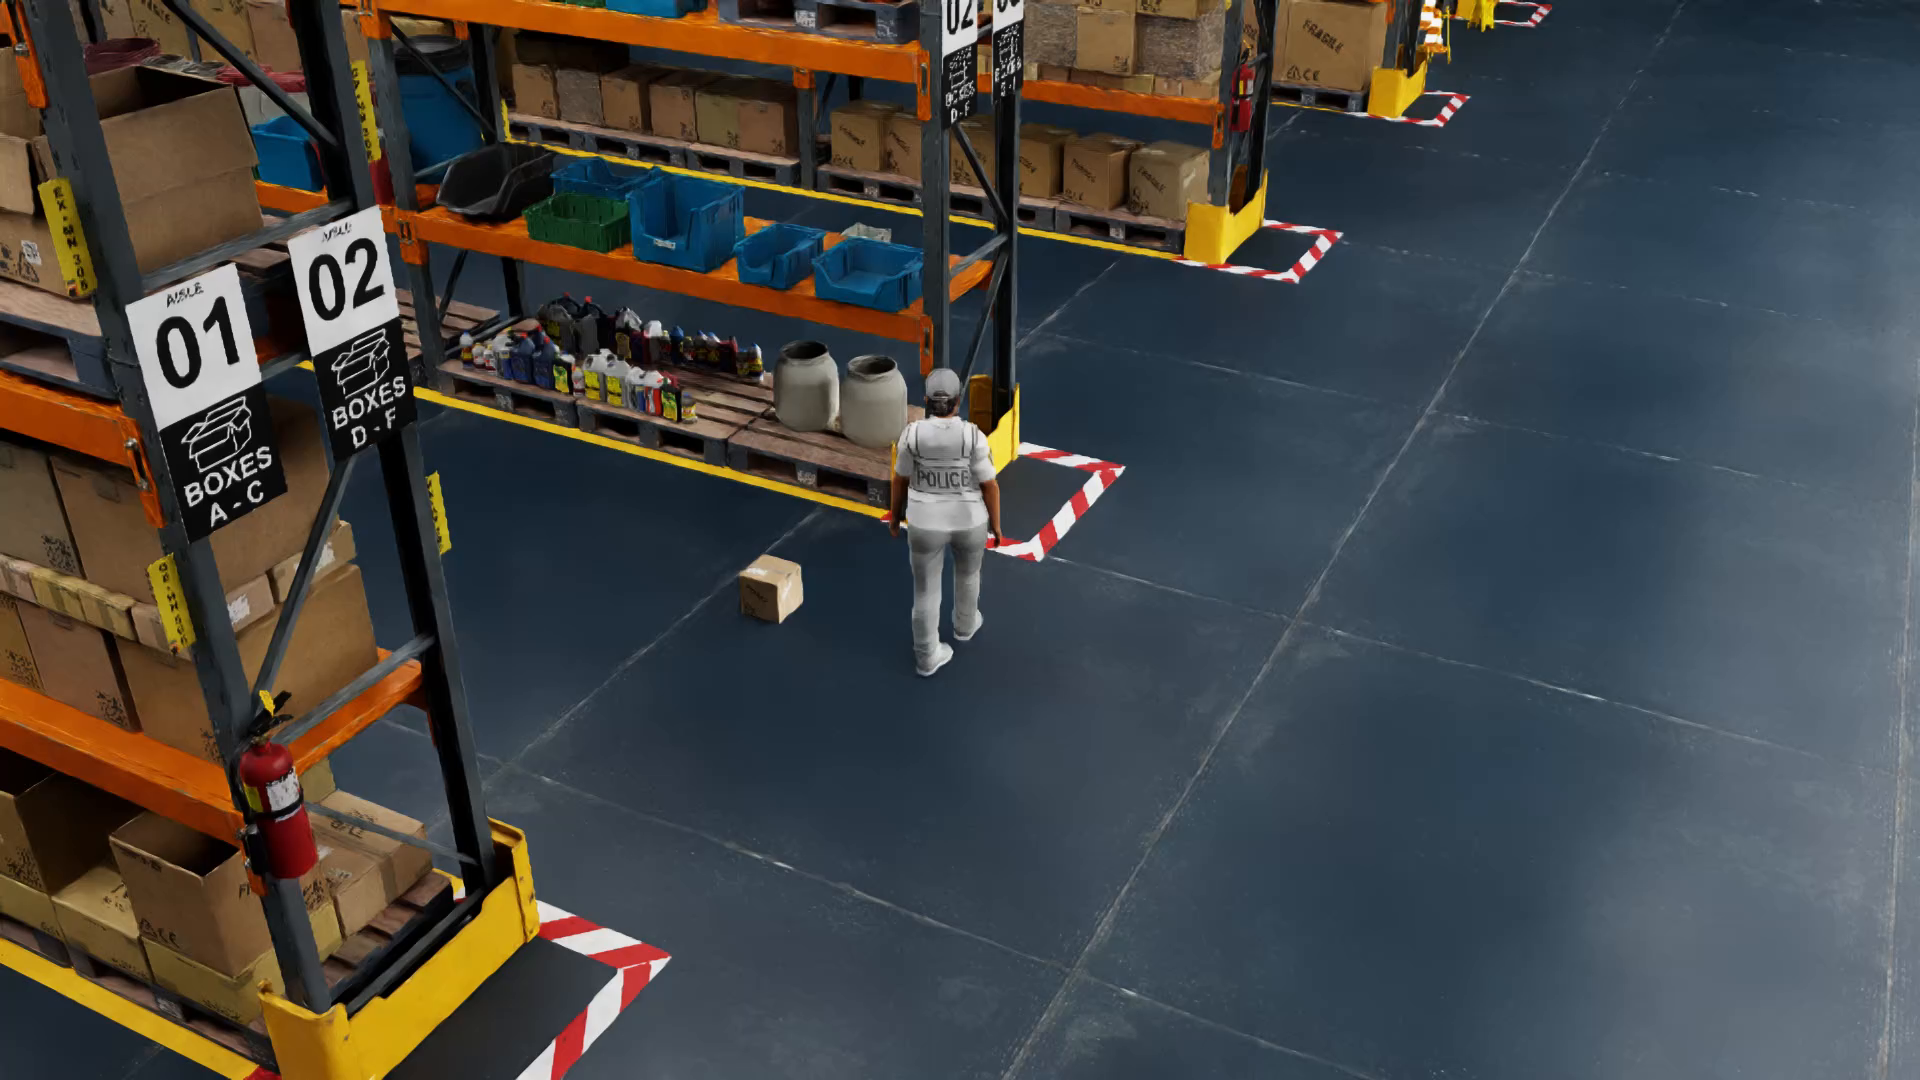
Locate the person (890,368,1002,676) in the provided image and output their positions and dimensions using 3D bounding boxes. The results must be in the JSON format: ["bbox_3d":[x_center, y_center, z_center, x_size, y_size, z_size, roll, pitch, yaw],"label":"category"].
[{"bbox_3d":[-0.077,-0.143,8.517,0.569,1.666,0.593,-1,30,-1],"label":"person"}]
